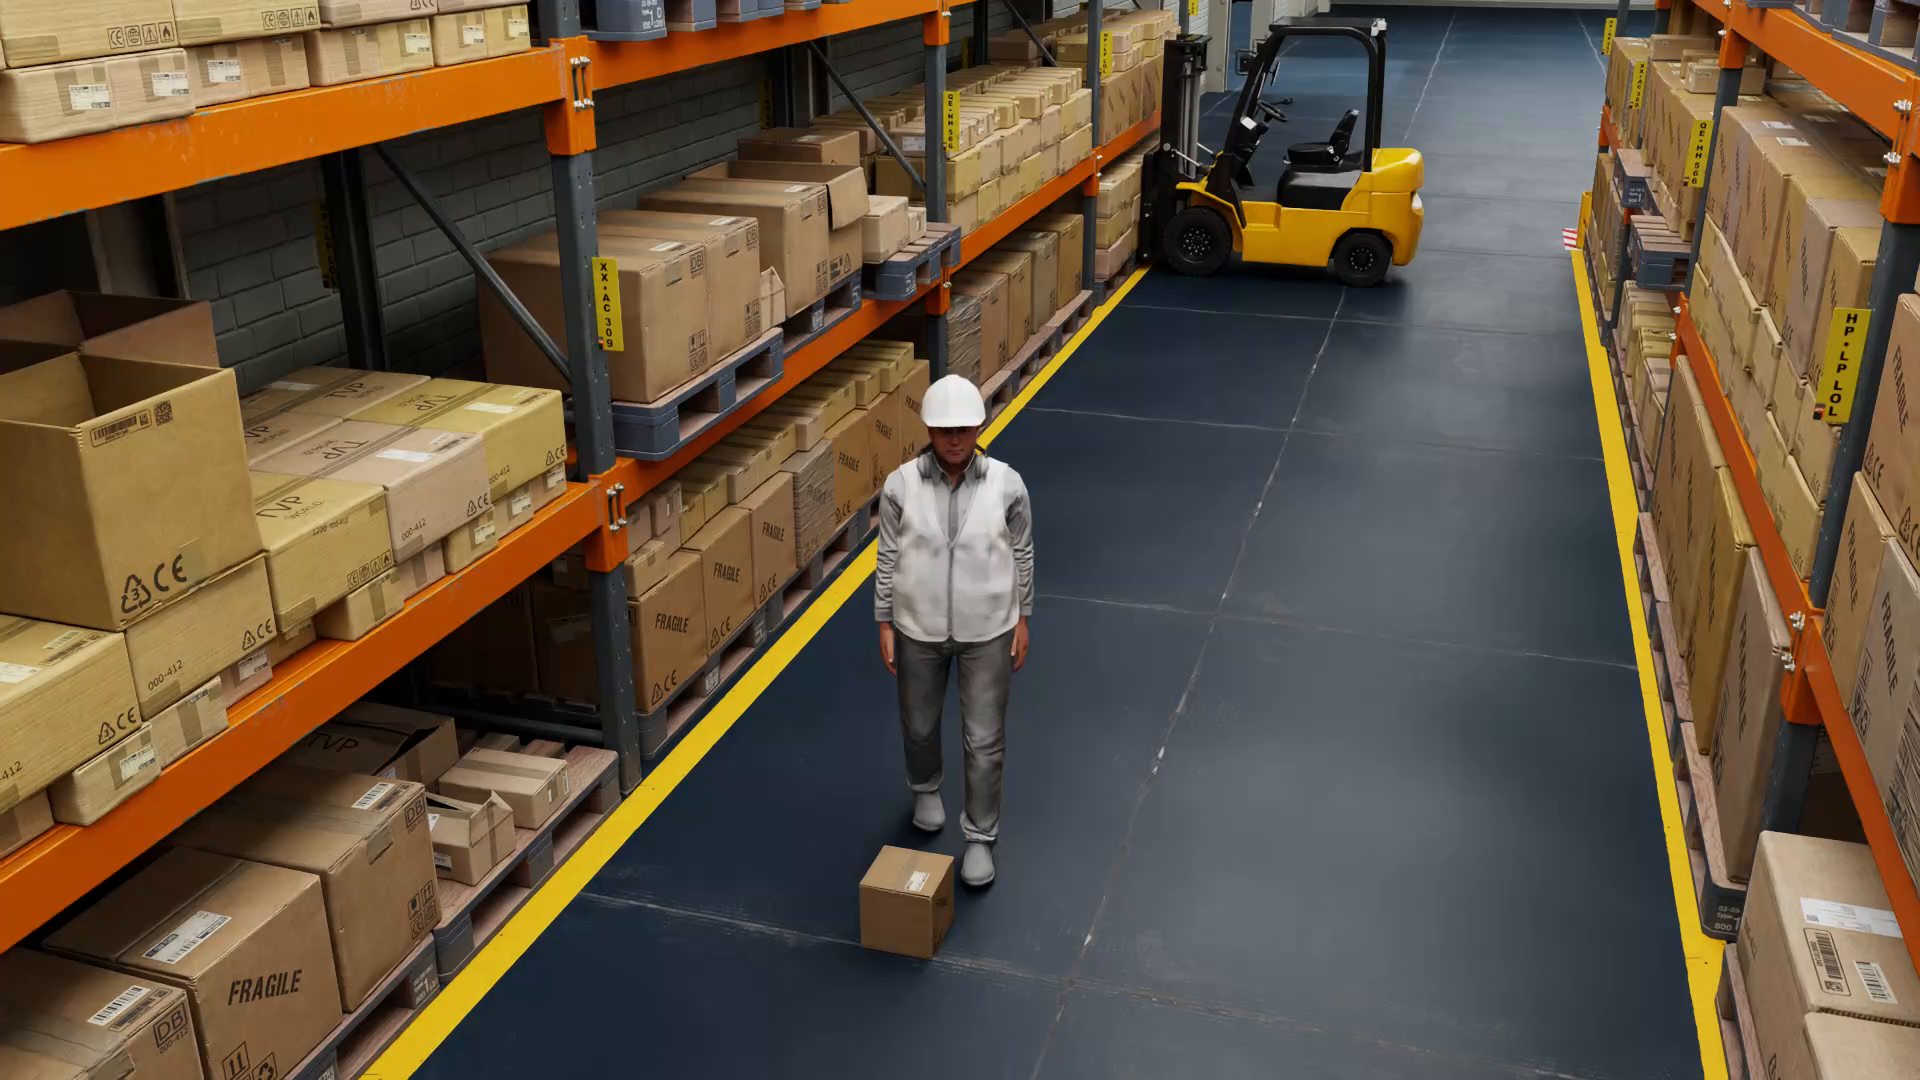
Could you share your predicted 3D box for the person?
[{"bbox_3d":[-0.022,0.297,5.789,0.550,1.775,0.652,2,22,4],"label":"person"}]
